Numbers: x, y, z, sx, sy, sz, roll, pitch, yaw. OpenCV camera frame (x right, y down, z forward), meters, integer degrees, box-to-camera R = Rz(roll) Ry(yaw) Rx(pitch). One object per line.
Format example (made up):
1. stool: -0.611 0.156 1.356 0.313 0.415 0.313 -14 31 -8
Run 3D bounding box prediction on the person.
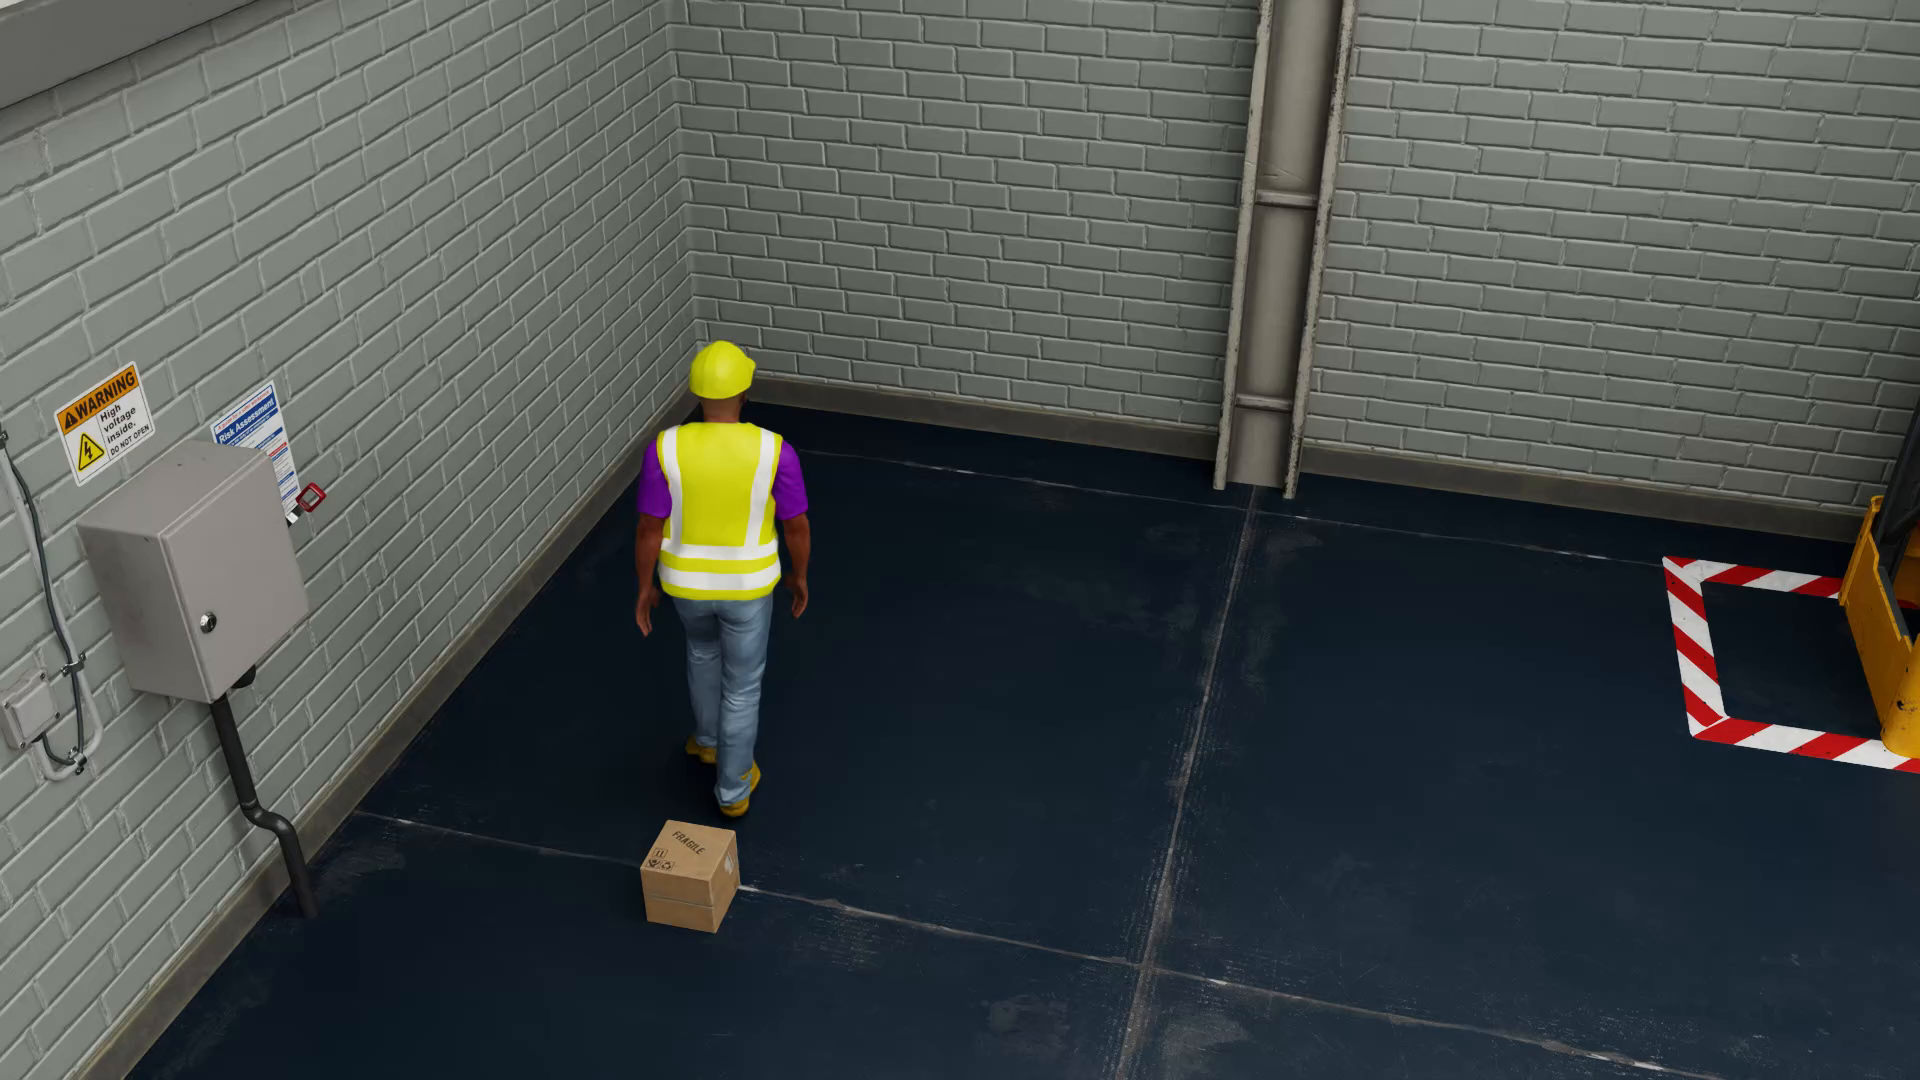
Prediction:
1. person: -0.826 0.170 5.858 0.607 1.785 0.561 2 33 3
